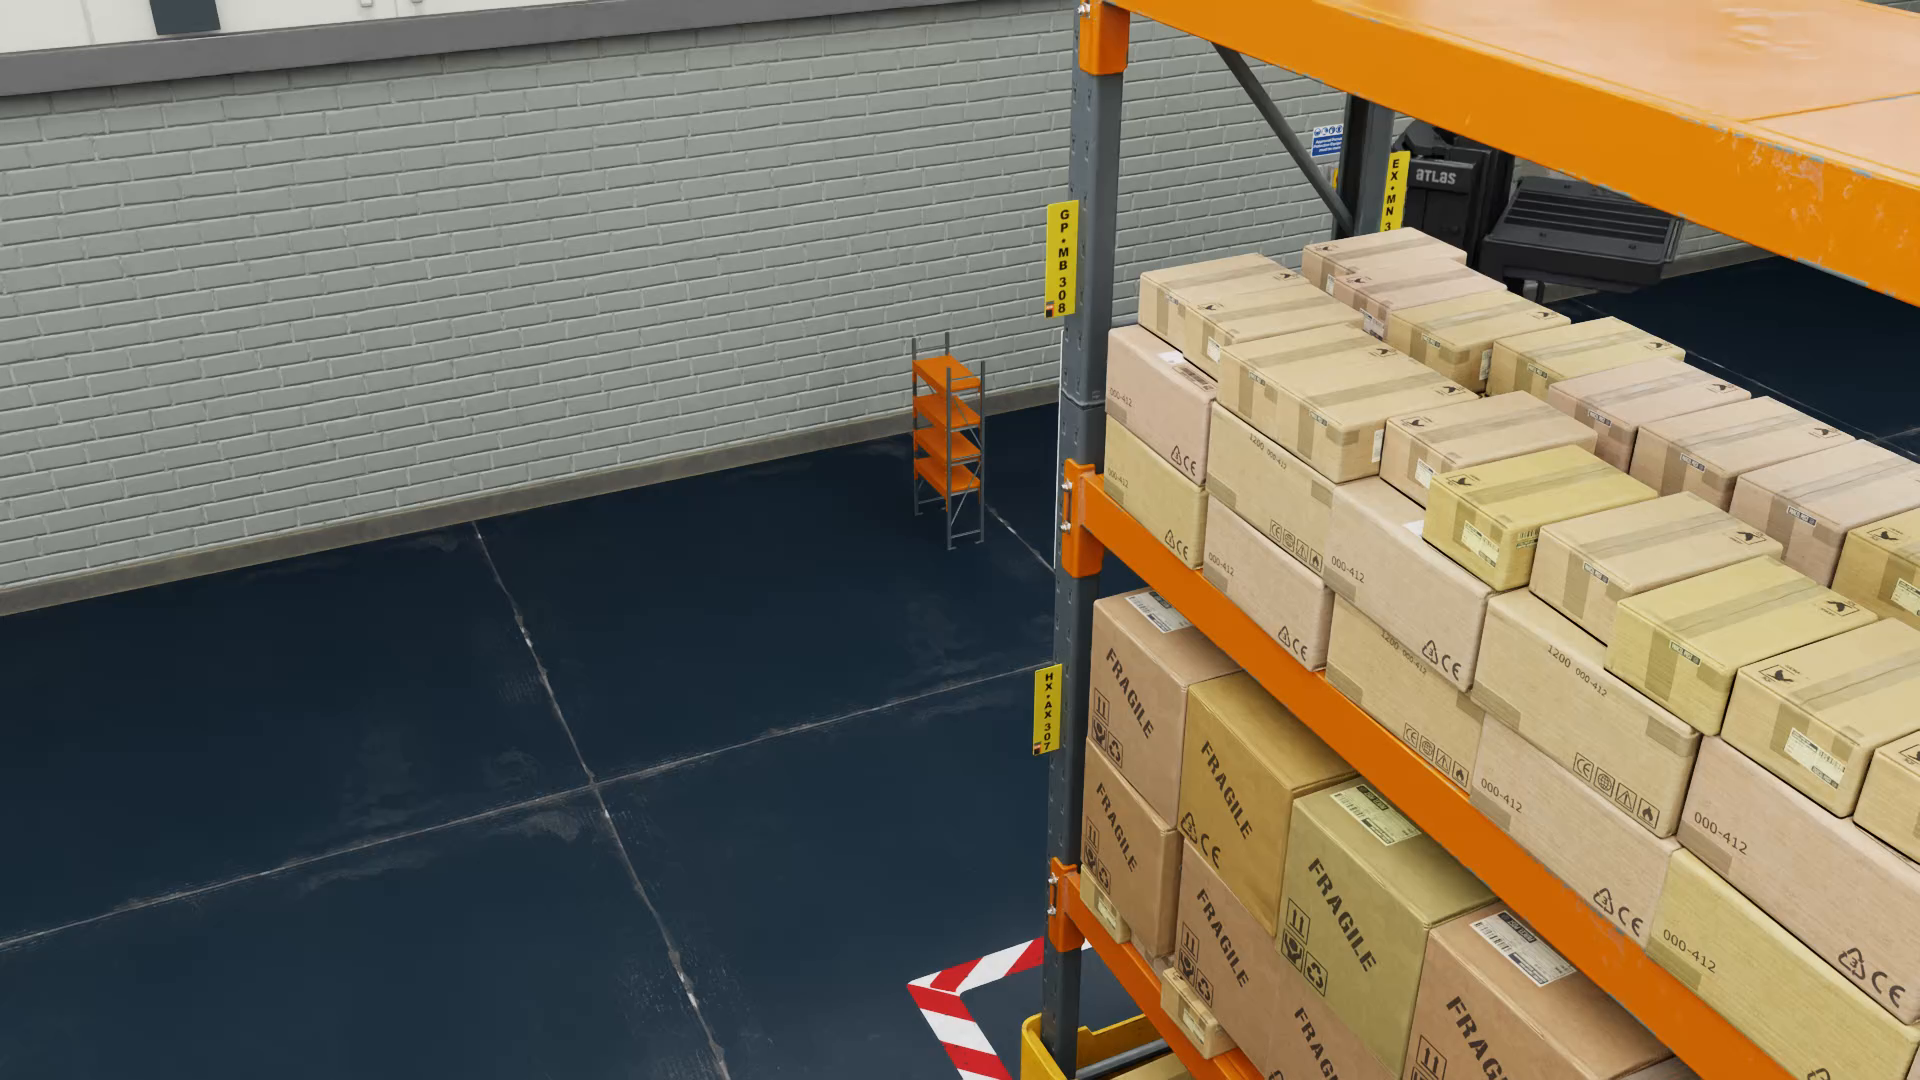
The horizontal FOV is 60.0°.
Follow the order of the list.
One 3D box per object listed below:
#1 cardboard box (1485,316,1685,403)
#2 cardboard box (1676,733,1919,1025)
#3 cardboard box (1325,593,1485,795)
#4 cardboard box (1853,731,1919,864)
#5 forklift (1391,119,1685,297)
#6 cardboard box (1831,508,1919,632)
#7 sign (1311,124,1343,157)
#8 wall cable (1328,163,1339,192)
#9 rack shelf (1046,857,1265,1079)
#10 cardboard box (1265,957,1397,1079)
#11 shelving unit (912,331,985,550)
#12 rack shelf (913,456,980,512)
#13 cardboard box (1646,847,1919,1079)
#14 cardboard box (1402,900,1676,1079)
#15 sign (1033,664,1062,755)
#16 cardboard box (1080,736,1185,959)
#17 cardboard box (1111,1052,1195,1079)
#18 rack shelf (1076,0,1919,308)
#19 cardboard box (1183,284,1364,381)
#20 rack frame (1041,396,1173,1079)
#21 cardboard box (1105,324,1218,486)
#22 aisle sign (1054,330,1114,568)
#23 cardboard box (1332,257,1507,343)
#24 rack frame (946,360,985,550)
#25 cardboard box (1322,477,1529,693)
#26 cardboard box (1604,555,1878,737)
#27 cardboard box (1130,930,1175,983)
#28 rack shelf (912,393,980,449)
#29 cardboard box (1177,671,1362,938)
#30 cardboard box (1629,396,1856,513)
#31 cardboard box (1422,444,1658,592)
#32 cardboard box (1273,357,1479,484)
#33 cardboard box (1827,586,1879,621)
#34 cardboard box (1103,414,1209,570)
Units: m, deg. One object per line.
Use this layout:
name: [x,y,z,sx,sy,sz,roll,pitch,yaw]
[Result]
cardboard box: [1.520,-0.407,4.050,0.380,0.149,0.250,-13,32,-21]
cardboard box: [1.621,0.500,2.840,0.500,0.250,0.500,-12,31,-20]
cardboard box: [1.189,0.273,3.755,0.500,0.250,0.500,-14,32,-24]
cardboard box: [1.653,0.398,2.613,0.380,0.149,0.250,-14,32,-24]
forklift: [2.892,-0.651,8.387,3.031,2.935,1.130,13,32,22]
cardboard box: [1.938,0.055,3.225,0.380,0.149,0.250,-14,32,-23]
sign: [2.688,-2.899,12.049,0.327,0.218,0.001,-13,32,-22]
wall cable: [2.757,-3.221,11.829,0.585,1.953,0.123,-13,32,-22]
rack shelf: [1.631,2.003,4.319,1.077,0.370,4.000,-13,32,-22]
cardboard box: [1.167,1.339,4.362,0.500,0.500,0.500,-13,32,-21]
shelving unit: [-0.071,-0.596,10.060,0.258,1.200,0.503,-13,32,-22]
rack shelf: [-0.071,-0.365,10.190,0.258,0.148,0.480,-13,32,-22]
cardboard box: [1.612,0.723,2.954,0.500,0.250,0.500,-13,32,-23]
cardboard box: [1.372,1.131,3.711,0.500,0.500,0.500,-14,32,-24]
sign: [0.282,0.542,5.304,0.100,0.325,0.005,-13,32,-22]
cardboard box: [0.715,0.889,5.164,0.500,0.500,0.500,-12,31,-20]
cardboard box: [0.690,1.910,5.628,0.380,0.149,0.250,-15,32,-24]
rack shelf: [1.631,-0.612,2.853,1.077,0.370,4.000,-13,32,-22]
cardboard box: [0.799,-0.522,4.254,0.380,0.149,0.250,-12,31,-20]
rack frame: [0.772,0.806,5.719,1.000,3.000,0.127,-13,32,-22]
cardboard box: [0.730,-0.402,4.449,0.500,0.250,0.500,-13,32,-21]
aisle sign: [0.470,-0.297,5.028,0.394,0.787,0.004,-13,32,-22]
cardboard box: [1.217,-0.619,4.427,0.380,0.149,0.250,-13,32,-21]
rack frame: [0.034,-0.489,9.868,0.240,1.200,0.015,-13,32,-22]
cardboard box: [1.157,0.049,3.643,0.500,0.250,0.500,-13,32,-21]
cardboard box: [1.402,0.184,2.996,0.380,0.149,0.250,-14,32,-23]
cardboard box: [0.762,1.231,5.217,0.380,0.149,0.250,-12,31,-20]
rack shelf: [-0.071,-0.733,9.983,0.258,0.148,0.480,-13,32,-22]
cardboard box: [0.947,0.672,4.529,0.500,0.500,0.500,-12,31,-21]
cardboard box: [1.701,-0.171,3.629,0.380,0.149,0.250,-12,32,-21]
cardboard box: [1.186,-0.051,3.414,0.380,0.149,0.250,-12,31,-20]
cardboard box: [0.953,-0.279,3.821,0.380,0.149,0.250,-13,32,-21]
cardboard box: [1.844,0.173,3.423,0.500,0.250,0.500,-15,32,-24]
cardboard box: [0.734,-0.185,4.572,0.500,0.250,0.500,-12,31,-20]
